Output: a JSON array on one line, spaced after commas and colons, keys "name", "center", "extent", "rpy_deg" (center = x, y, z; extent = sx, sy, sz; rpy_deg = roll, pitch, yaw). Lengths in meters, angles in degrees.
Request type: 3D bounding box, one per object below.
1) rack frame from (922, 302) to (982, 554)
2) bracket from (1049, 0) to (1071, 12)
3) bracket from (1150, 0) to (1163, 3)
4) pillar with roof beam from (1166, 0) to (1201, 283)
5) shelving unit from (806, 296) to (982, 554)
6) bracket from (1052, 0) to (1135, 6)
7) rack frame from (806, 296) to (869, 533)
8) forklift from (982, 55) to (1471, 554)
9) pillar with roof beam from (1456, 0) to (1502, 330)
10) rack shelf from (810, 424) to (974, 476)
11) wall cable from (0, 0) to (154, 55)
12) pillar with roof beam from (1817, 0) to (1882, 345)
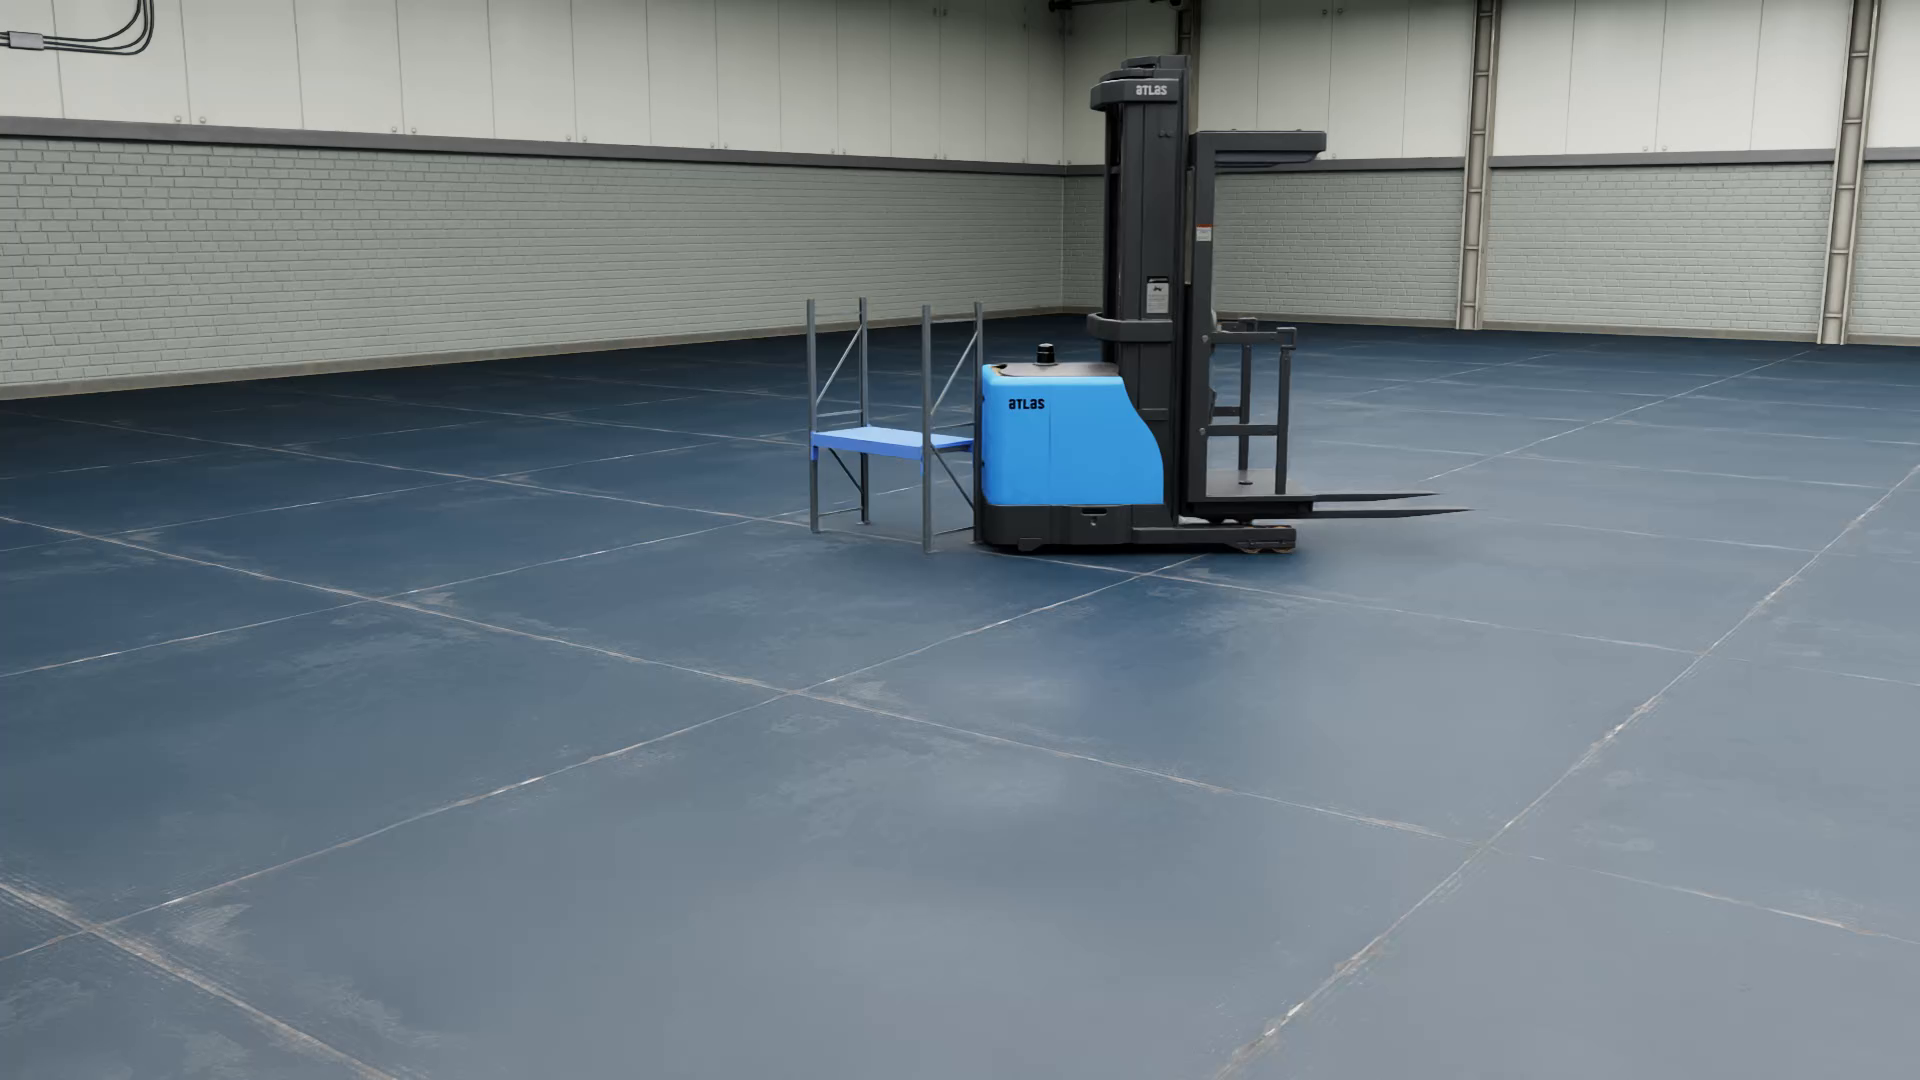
[{"name": "rack frame", "center": [-0.045, -0.687, 10.133], "extent": [0.032, 1.500, 0.500], "rpy_deg": [10, 15, 42]}, {"name": "bracket", "center": [2.063, -10.992, 34.181], "extent": [0.430, 0.232, 0.235], "rpy_deg": [8, 13, 36]}, {"name": "bracket", "center": [3.973, -10.726, 32.804], "extent": [0.430, 0.232, 0.235], "rpy_deg": [8, 13, 36]}, {"name": "pillar with roof beam", "center": [1.970, -8.307, 29.779], "extent": [0.548, 9.000, 9.100], "rpy_deg": [8, 13, 36]}, {"name": "shelving unit", "center": [-0.417, -0.753, 10.472], "extent": [1.048, 1.500, 0.538], "rpy_deg": [10, 15, 42]}, {"name": "bracket", "center": [2.539, -10.926, 33.838], "extent": [3.189, 0.066, 0.076], "rpy_deg": [8, 13, 36]}, {"name": "rack frame", "center": [-0.789, -0.819, 10.812], "extent": [0.032, 1.500, 0.500], "rpy_deg": [10, 15, 42]}, {"name": "forklift", "center": [1.645, -1.455, 10.334], "extent": [3.031, 2.935, 1.130], "rpy_deg": [-1, 11, -4]}, {"name": "pillar with roof beam", "center": [6.806, -7.633, 26.292], "extent": [0.400, 9.000, 9.100], "rpy_deg": [8, 13, 36]}, {"name": "rack shelf", "center": [-0.417, -0.576, 10.507], "extent": [1.000, 0.185, 0.538], "rpy_deg": [10, 15, 42]}, {"name": "wall cable", "center": [-10.087, -7.799, 18.197], "extent": [0.169, 6.003, 2.305], "rpy_deg": [8, 13, 36]}, {"name": "pillar with roof beam", "center": [11.642, -6.958, 22.805], "extent": [0.400, 9.000, 9.100], "rpy_deg": [8, 13, 36]}]
